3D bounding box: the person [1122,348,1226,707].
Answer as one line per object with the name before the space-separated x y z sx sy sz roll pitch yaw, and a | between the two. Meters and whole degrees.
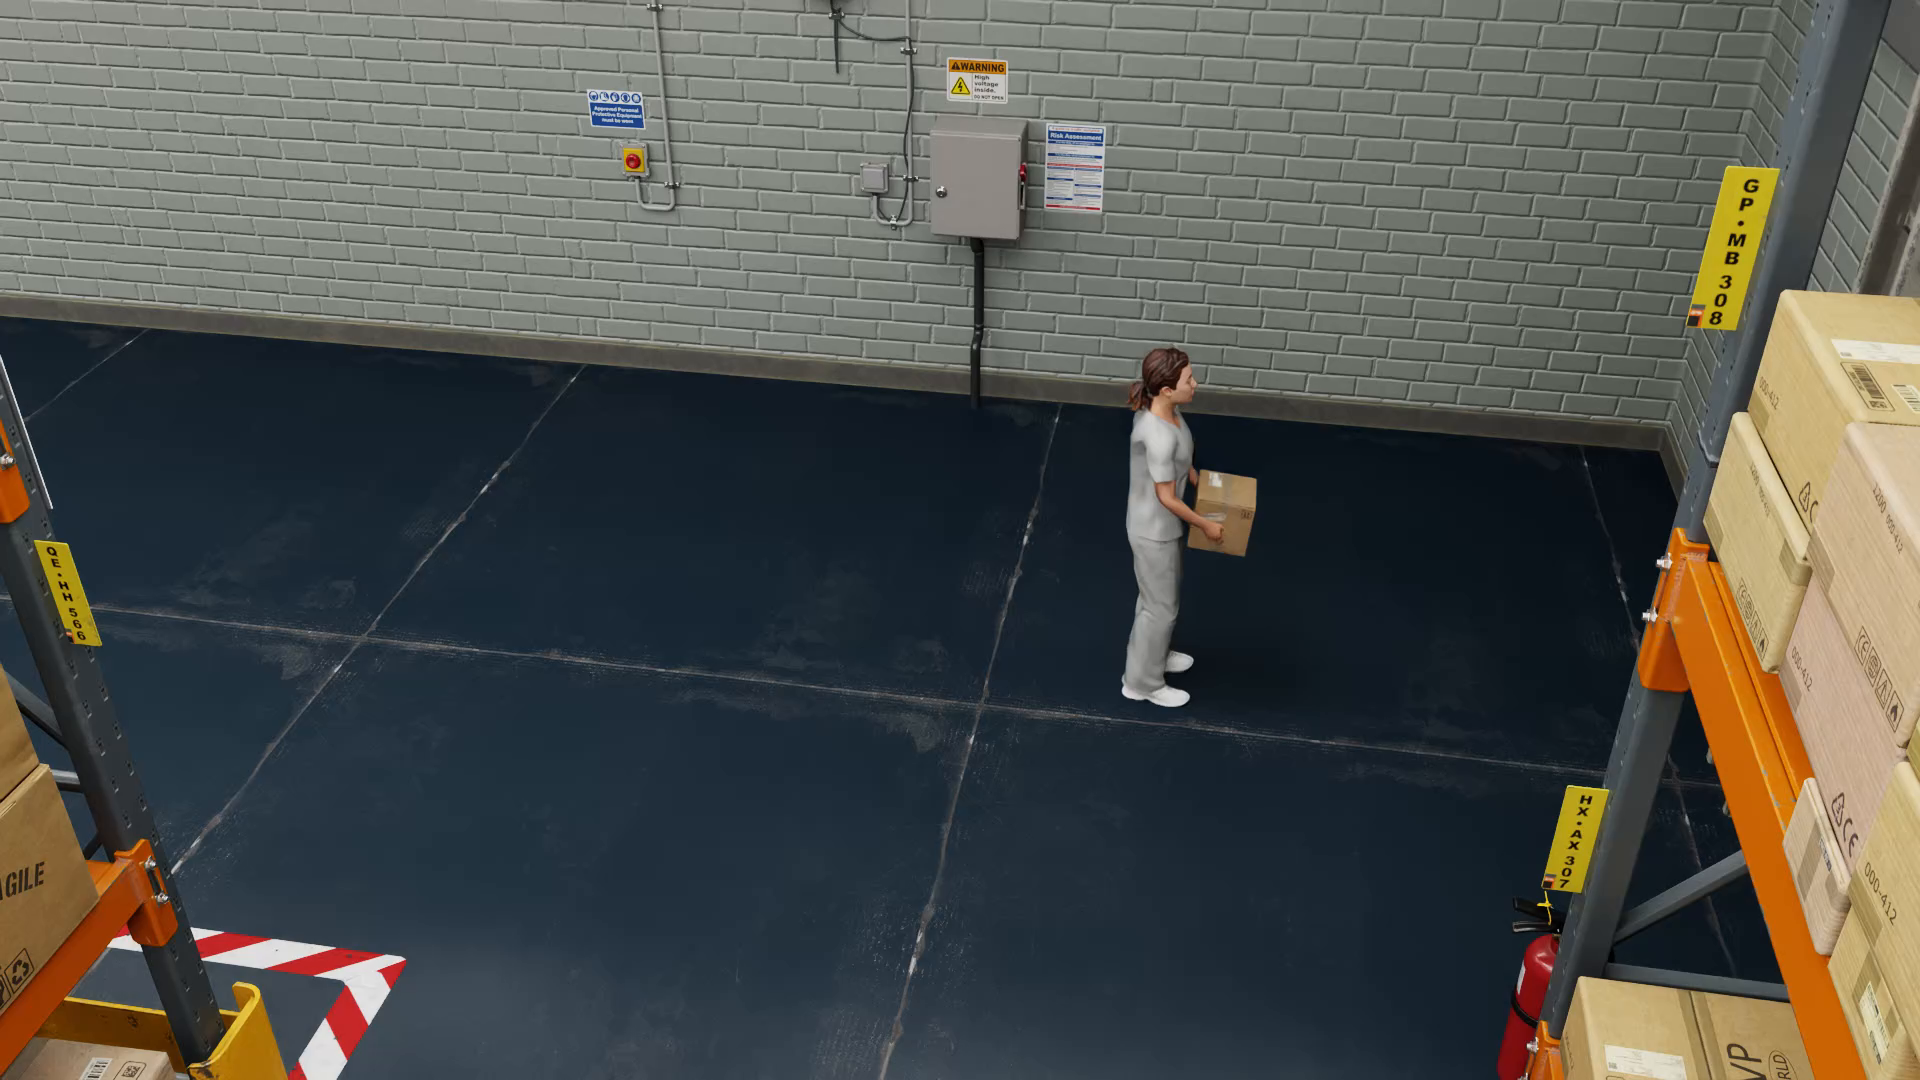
person | 0.928 -0.061 7.233 0.490 1.675 0.463 5 33 8
